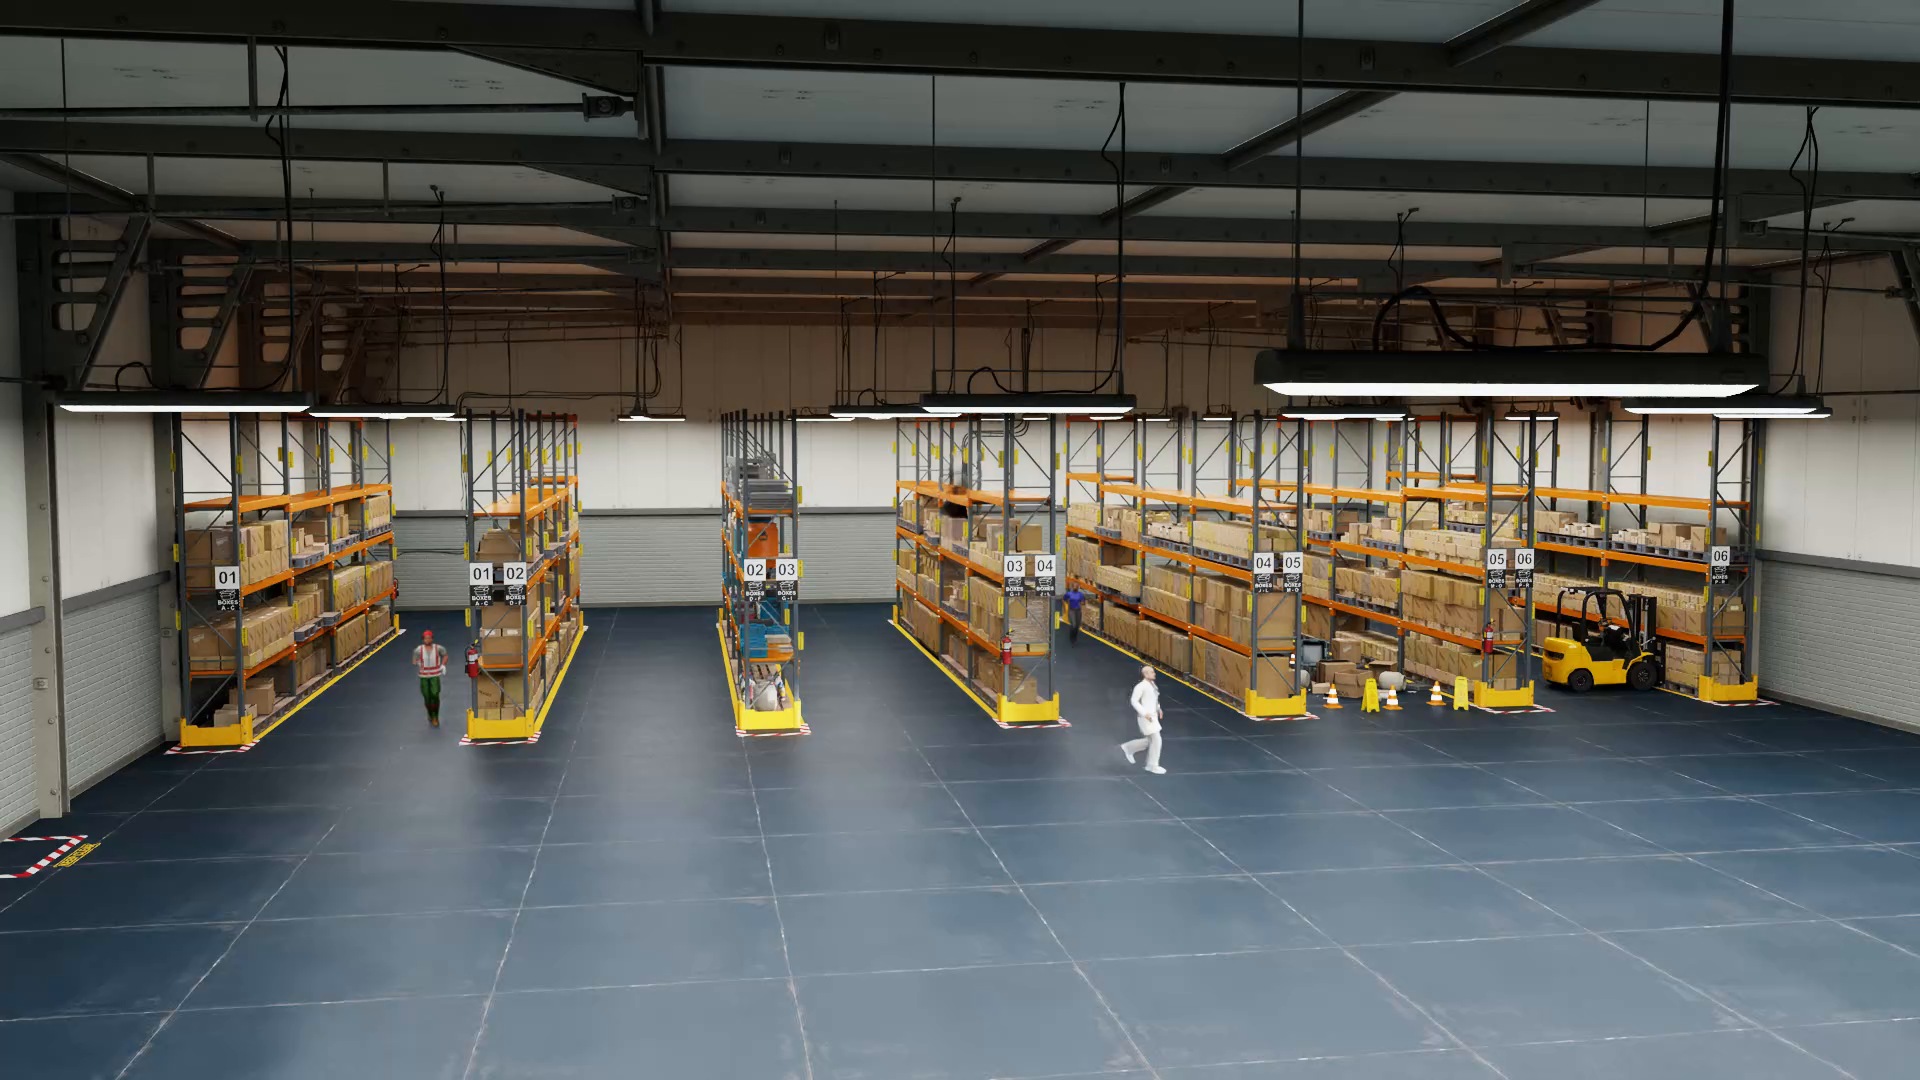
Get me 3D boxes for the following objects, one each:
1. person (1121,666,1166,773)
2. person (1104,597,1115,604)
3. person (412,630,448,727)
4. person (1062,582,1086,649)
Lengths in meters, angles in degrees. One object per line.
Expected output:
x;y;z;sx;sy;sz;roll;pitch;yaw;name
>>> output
3.026;2.946;27.447;0.817;1.755;0.731;2;4;24;person
4.311;1.397;49.954;0.762;1.677;0.583;-4;5;-43;person
-10.078;2.632;31.606;0.630;1.836;0.764;-1;4;-10;person
2.939;1.928;42.649;0.543;1.720;0.755;-1;4;-16;person
